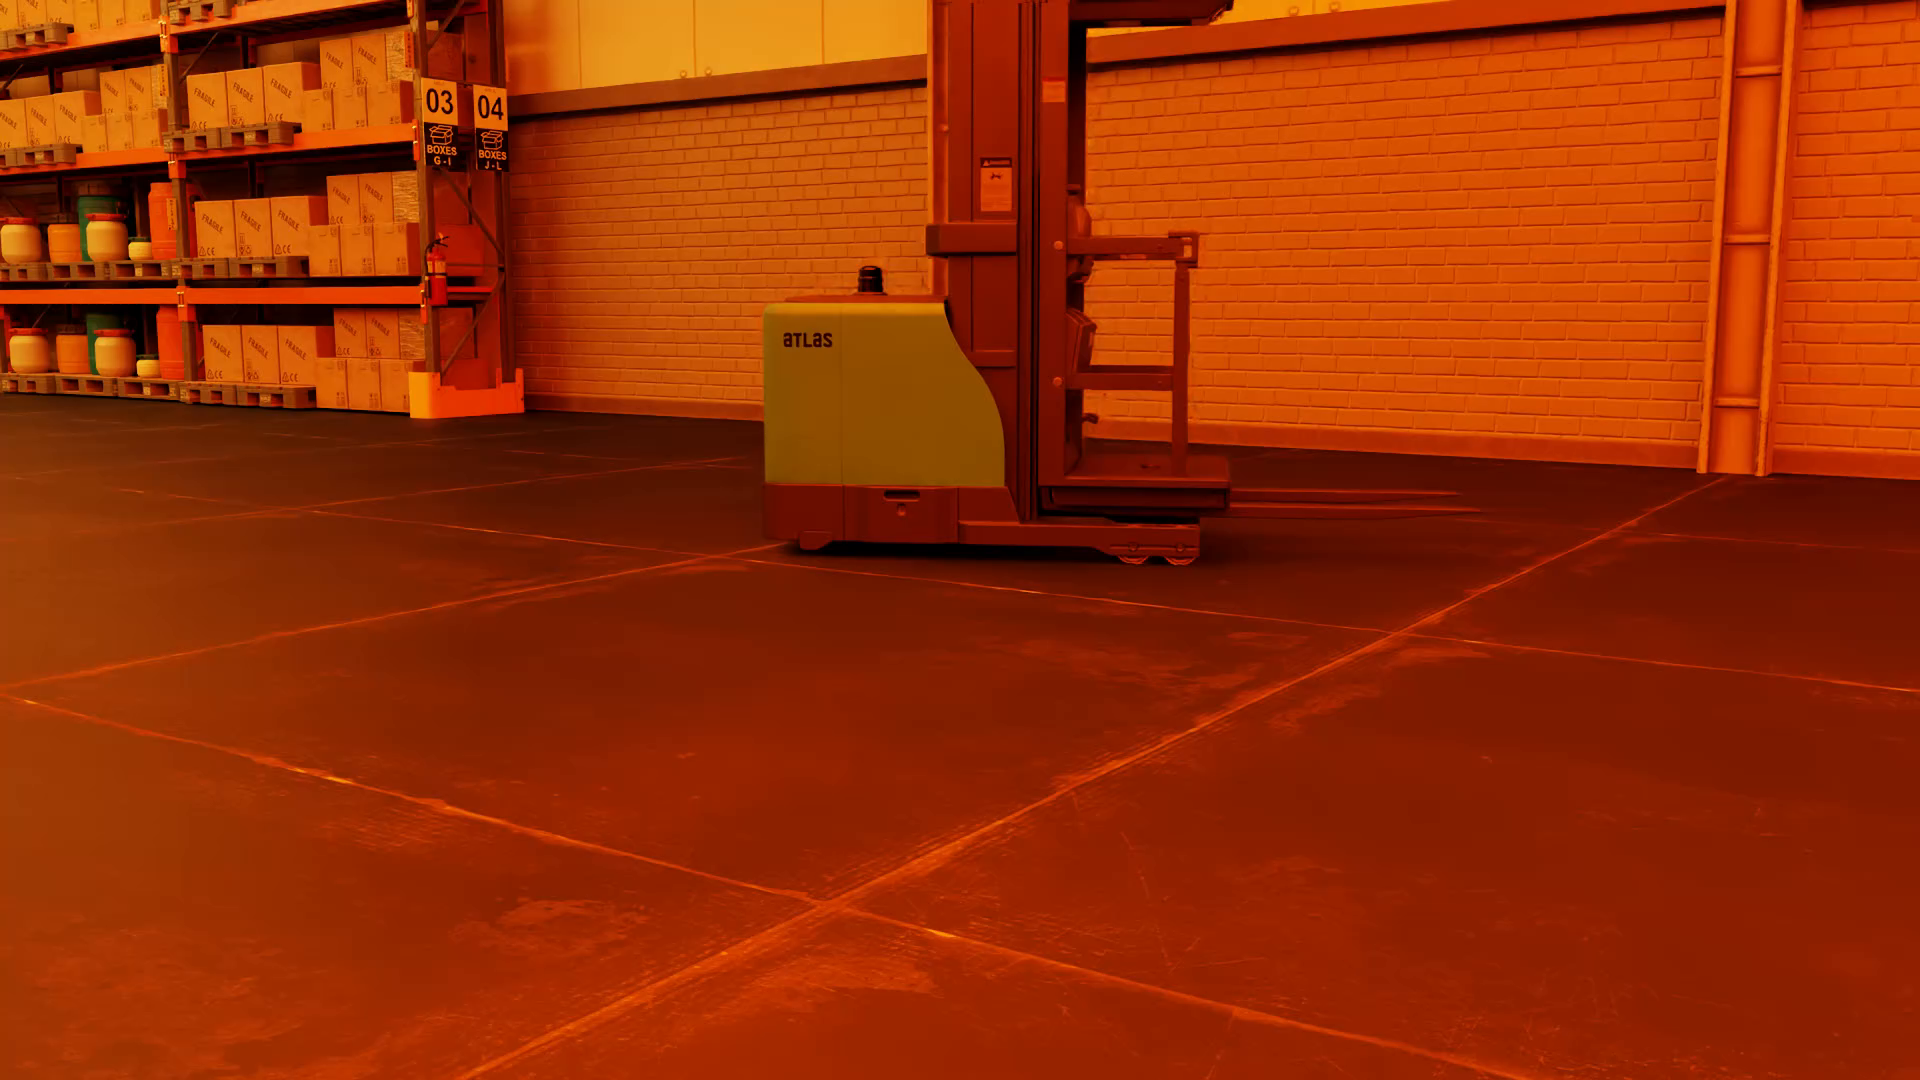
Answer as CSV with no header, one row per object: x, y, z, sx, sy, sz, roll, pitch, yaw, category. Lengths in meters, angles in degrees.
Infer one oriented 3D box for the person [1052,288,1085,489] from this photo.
0.395,-1.011,9.472,1.185,1.517,0.875,-7,10,-39,person

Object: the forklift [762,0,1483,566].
0.706,-1.426,7.218,3.031,2.935,1.130,1,8,8,forklift
